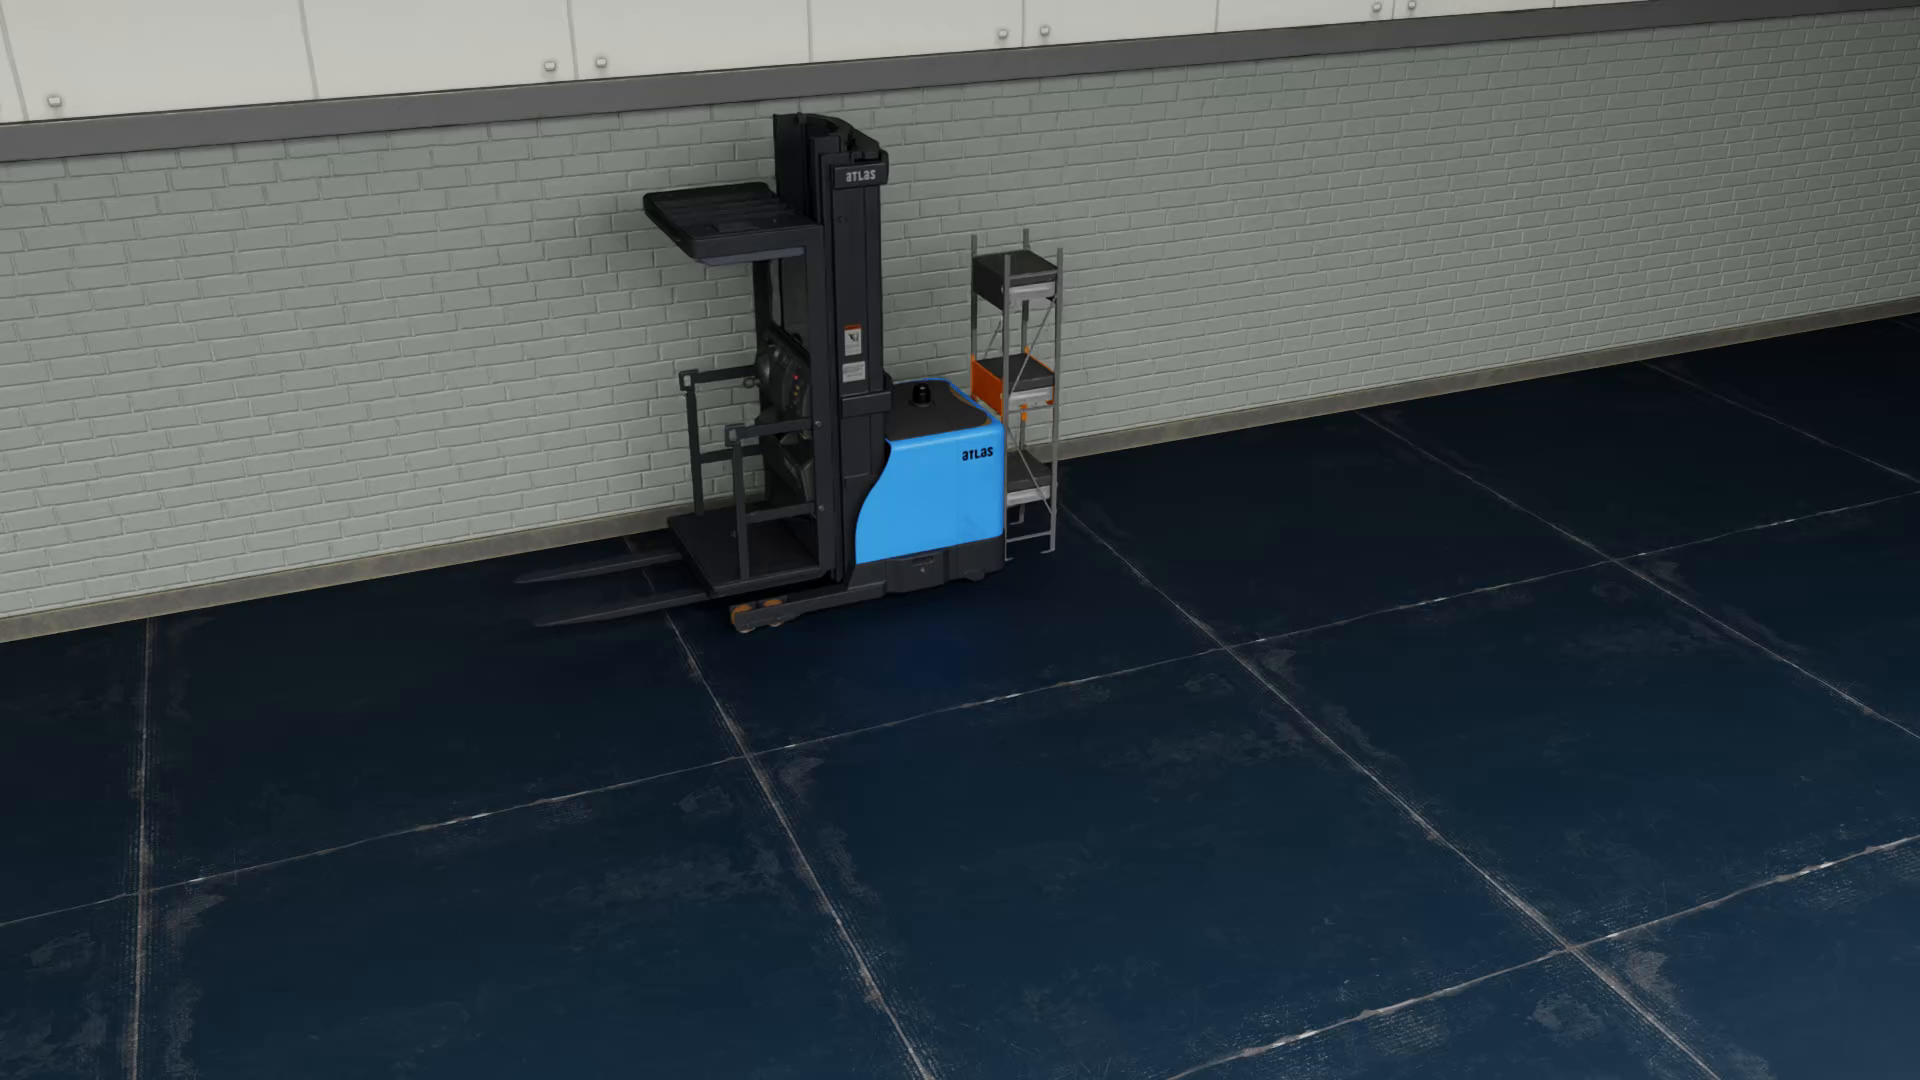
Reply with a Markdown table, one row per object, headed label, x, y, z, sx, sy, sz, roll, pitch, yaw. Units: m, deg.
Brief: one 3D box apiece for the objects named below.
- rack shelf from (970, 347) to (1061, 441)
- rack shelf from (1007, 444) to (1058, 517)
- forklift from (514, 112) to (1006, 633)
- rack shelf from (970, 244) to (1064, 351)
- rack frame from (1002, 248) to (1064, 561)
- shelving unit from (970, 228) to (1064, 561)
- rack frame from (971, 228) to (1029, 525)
| label | x | y | z | sx | sy | sz | roll | pitch | yaw |
| --- | --- | --- | --- | --- | --- | --- | --- | --- | --- |
| rack shelf | 0.358 | -0.922 | 10.922 | 0.431 | 0.518 | 0.480 | -11 | 28 | -21 |
| rack shelf | 0.358 | -0.293 | 11.229 | 0.431 | 0.518 | 0.480 | -11 | 28 | -21 |
| forklift | -1.268 | -1.011 | 10.126 | 3.031 | 2.935 | 1.130 | -11 | 28 | -21 |
| rack shelf | 0.358 | -1.551 | 10.614 | 0.431 | 0.518 | 0.480 | -11 | 28 | -21 |
| rack frame | 0.457 | -0.836 | 10.715 | 0.400 | 2.100 | 0.015 | -11 | 28 | -21 |
| shelving unit | 0.358 | -0.934 | 10.916 | 0.431 | 2.100 | 0.503 | -11 | 28 | -21 |
| rack frame | 0.260 | -1.032 | 11.116 | 0.400 | 2.100 | 0.015 | -11 | 28 | -21 |
